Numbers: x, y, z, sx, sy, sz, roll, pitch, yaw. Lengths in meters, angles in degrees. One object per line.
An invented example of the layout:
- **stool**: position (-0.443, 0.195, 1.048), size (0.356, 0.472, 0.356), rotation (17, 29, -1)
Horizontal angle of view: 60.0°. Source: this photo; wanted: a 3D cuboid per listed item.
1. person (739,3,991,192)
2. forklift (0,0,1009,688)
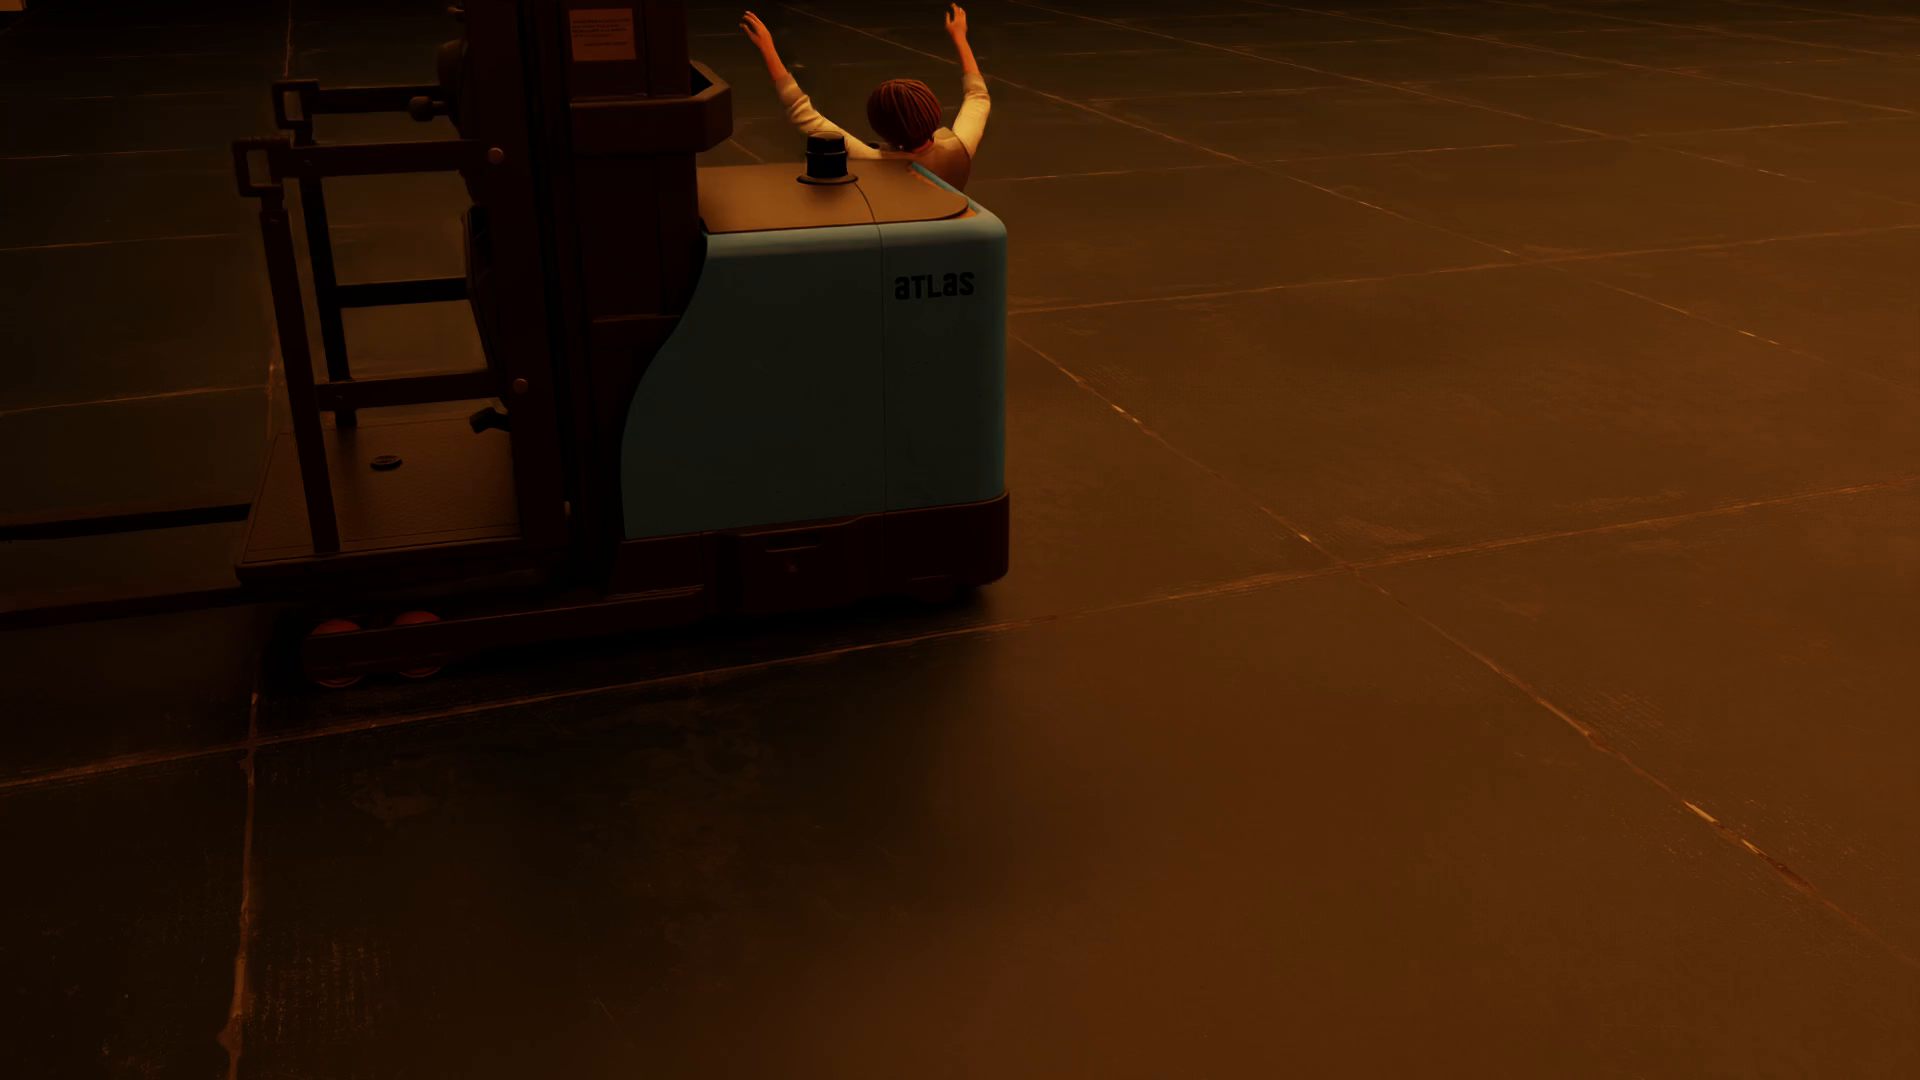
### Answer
- **person**: position (-0.272, -0.968, 5.454), size (0.821, 1.479, 0.666), rotation (-9, 24, -20)
- **forklift**: position (-1.439, -1.207, 4.168), size (3.031, 2.935, 1.130), rotation (-6, 24, -15)
